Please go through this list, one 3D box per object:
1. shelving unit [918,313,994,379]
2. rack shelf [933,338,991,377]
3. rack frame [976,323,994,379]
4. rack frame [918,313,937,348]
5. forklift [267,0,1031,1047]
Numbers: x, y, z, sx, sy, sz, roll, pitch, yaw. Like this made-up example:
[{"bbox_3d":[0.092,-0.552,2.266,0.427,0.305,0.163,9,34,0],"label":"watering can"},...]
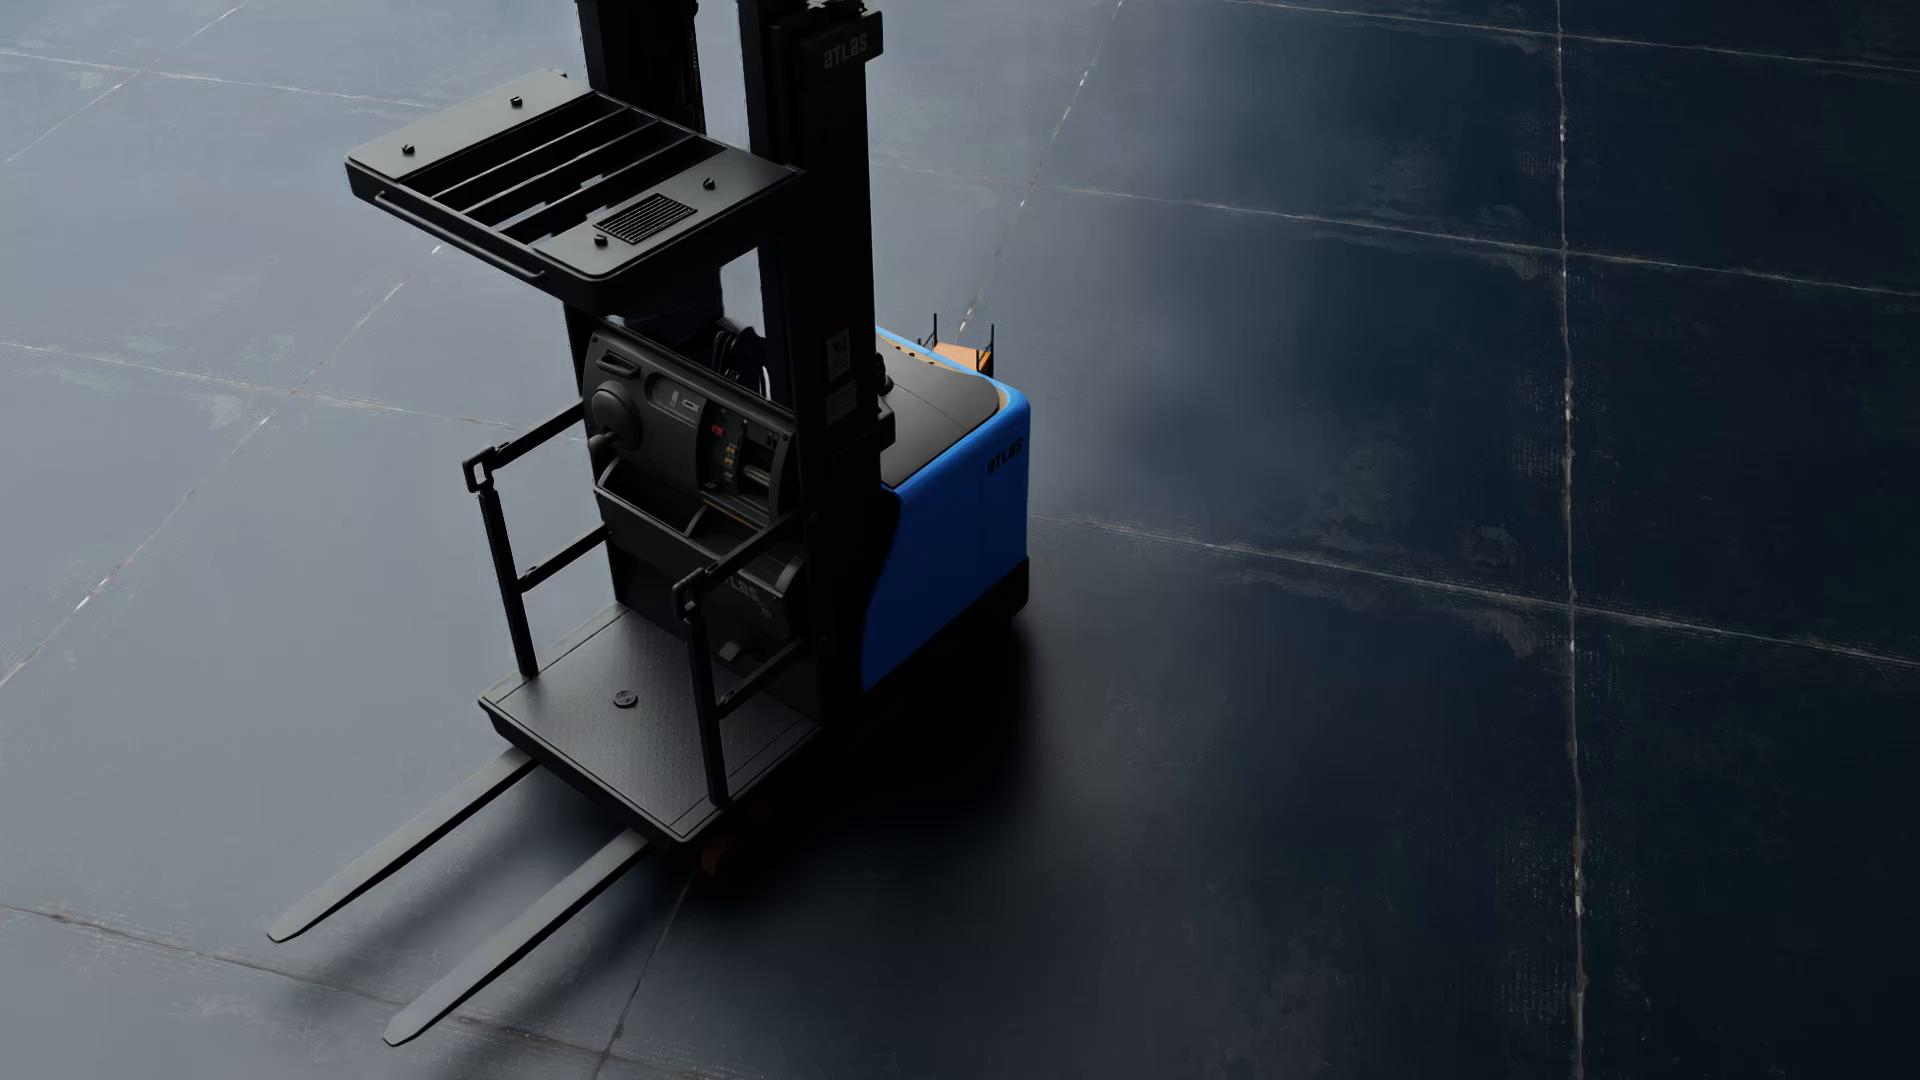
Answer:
[{"bbox_3d":[-0.015,-0.429,6.944,0.252,1.050,0.215,13,42,15],"label":"shelving unit"},{"bbox_3d":[-0.015,-0.638,6.768,0.240,0.259,0.215,13,42,15],"label":"rack shelf"},{"bbox_3d":[0.100,-0.403,6.913,0.008,1.050,0.200,13,42,15],"label":"rack frame"},{"bbox_3d":[-0.130,-0.455,6.975,0.008,1.050,0.200,13,42,15],"label":"rack frame"},{"bbox_3d":[-1.035,-0.299,5.326,1.130,2.935,3.031,27,47,29],"label":"forklift"}]
